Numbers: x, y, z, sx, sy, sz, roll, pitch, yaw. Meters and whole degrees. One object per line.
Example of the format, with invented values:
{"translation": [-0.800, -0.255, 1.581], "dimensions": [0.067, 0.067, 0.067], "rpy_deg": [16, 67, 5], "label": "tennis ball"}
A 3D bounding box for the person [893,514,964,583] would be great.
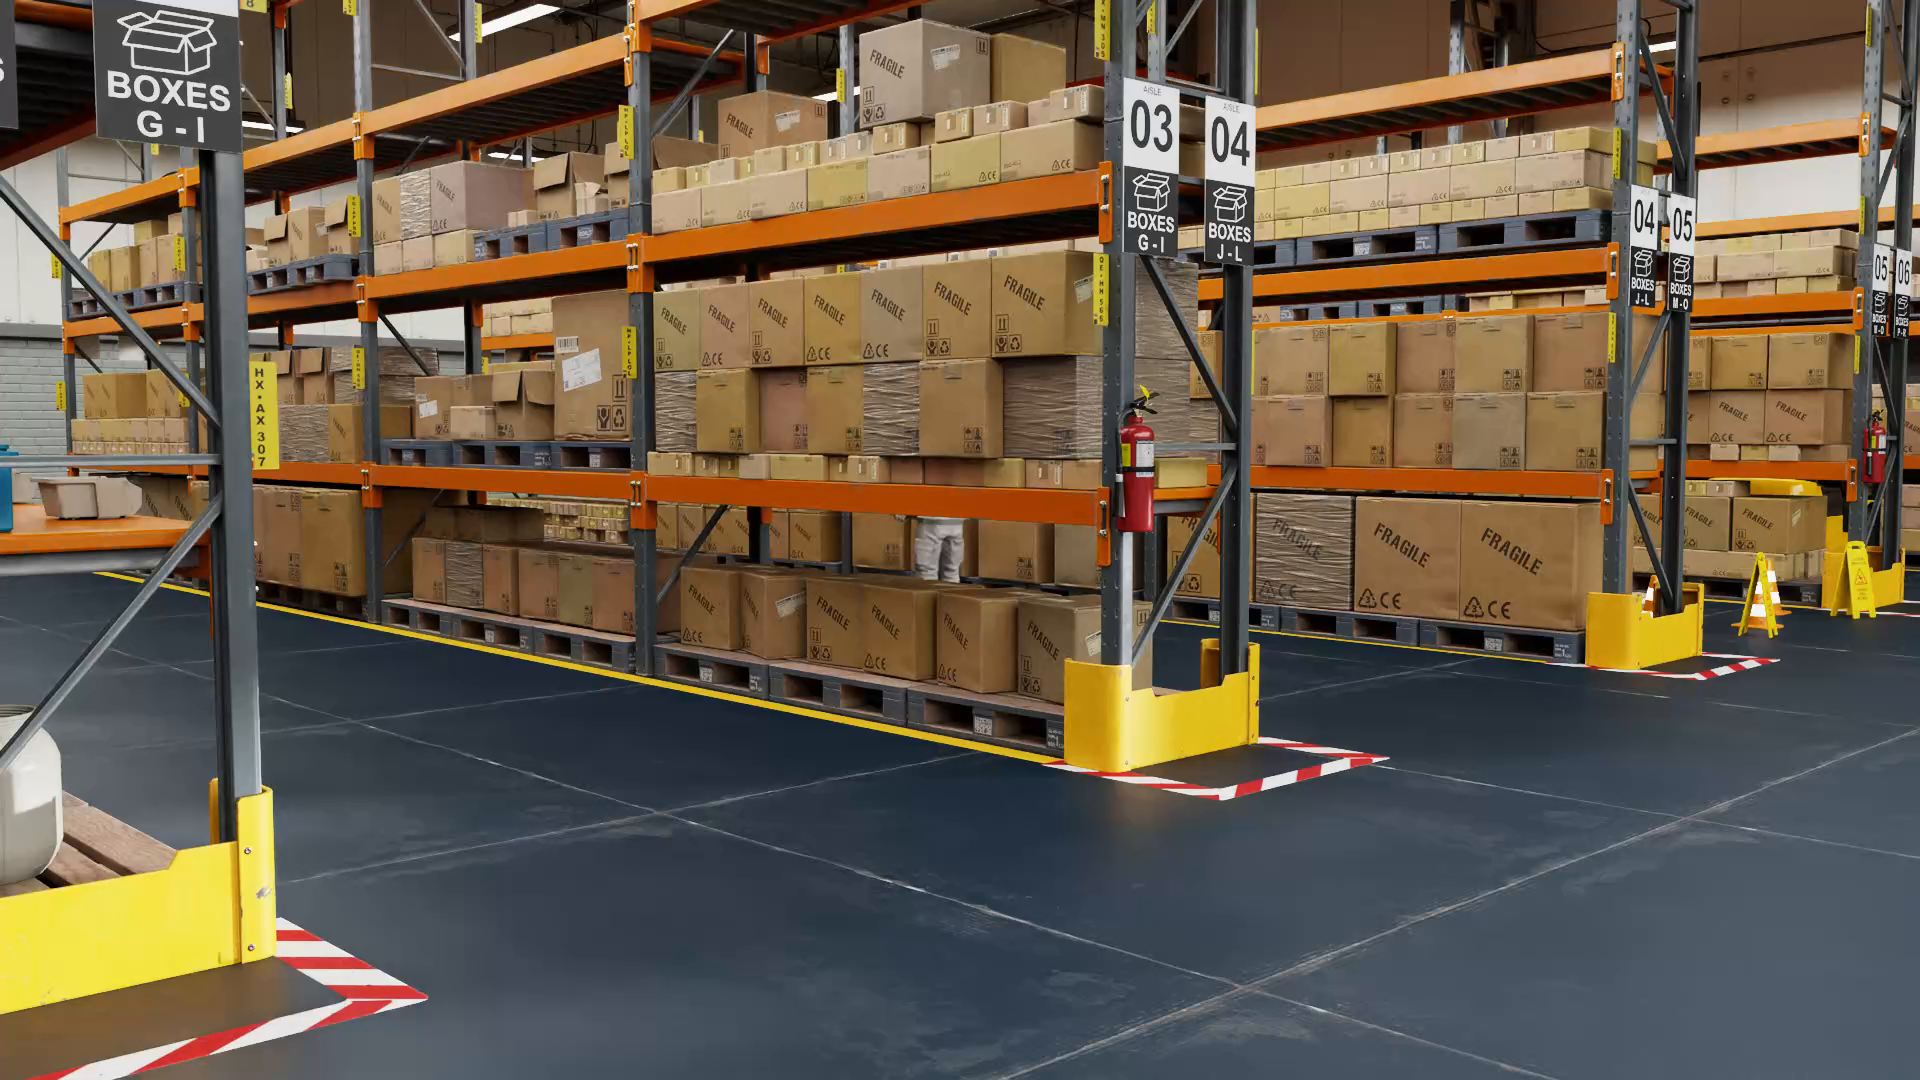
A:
{"translation": [-0.225, -0.128, 12.452], "dimensions": [0.495, 1.785, 0.552], "rpy_deg": [-4, 5, -43], "label": "person"}
